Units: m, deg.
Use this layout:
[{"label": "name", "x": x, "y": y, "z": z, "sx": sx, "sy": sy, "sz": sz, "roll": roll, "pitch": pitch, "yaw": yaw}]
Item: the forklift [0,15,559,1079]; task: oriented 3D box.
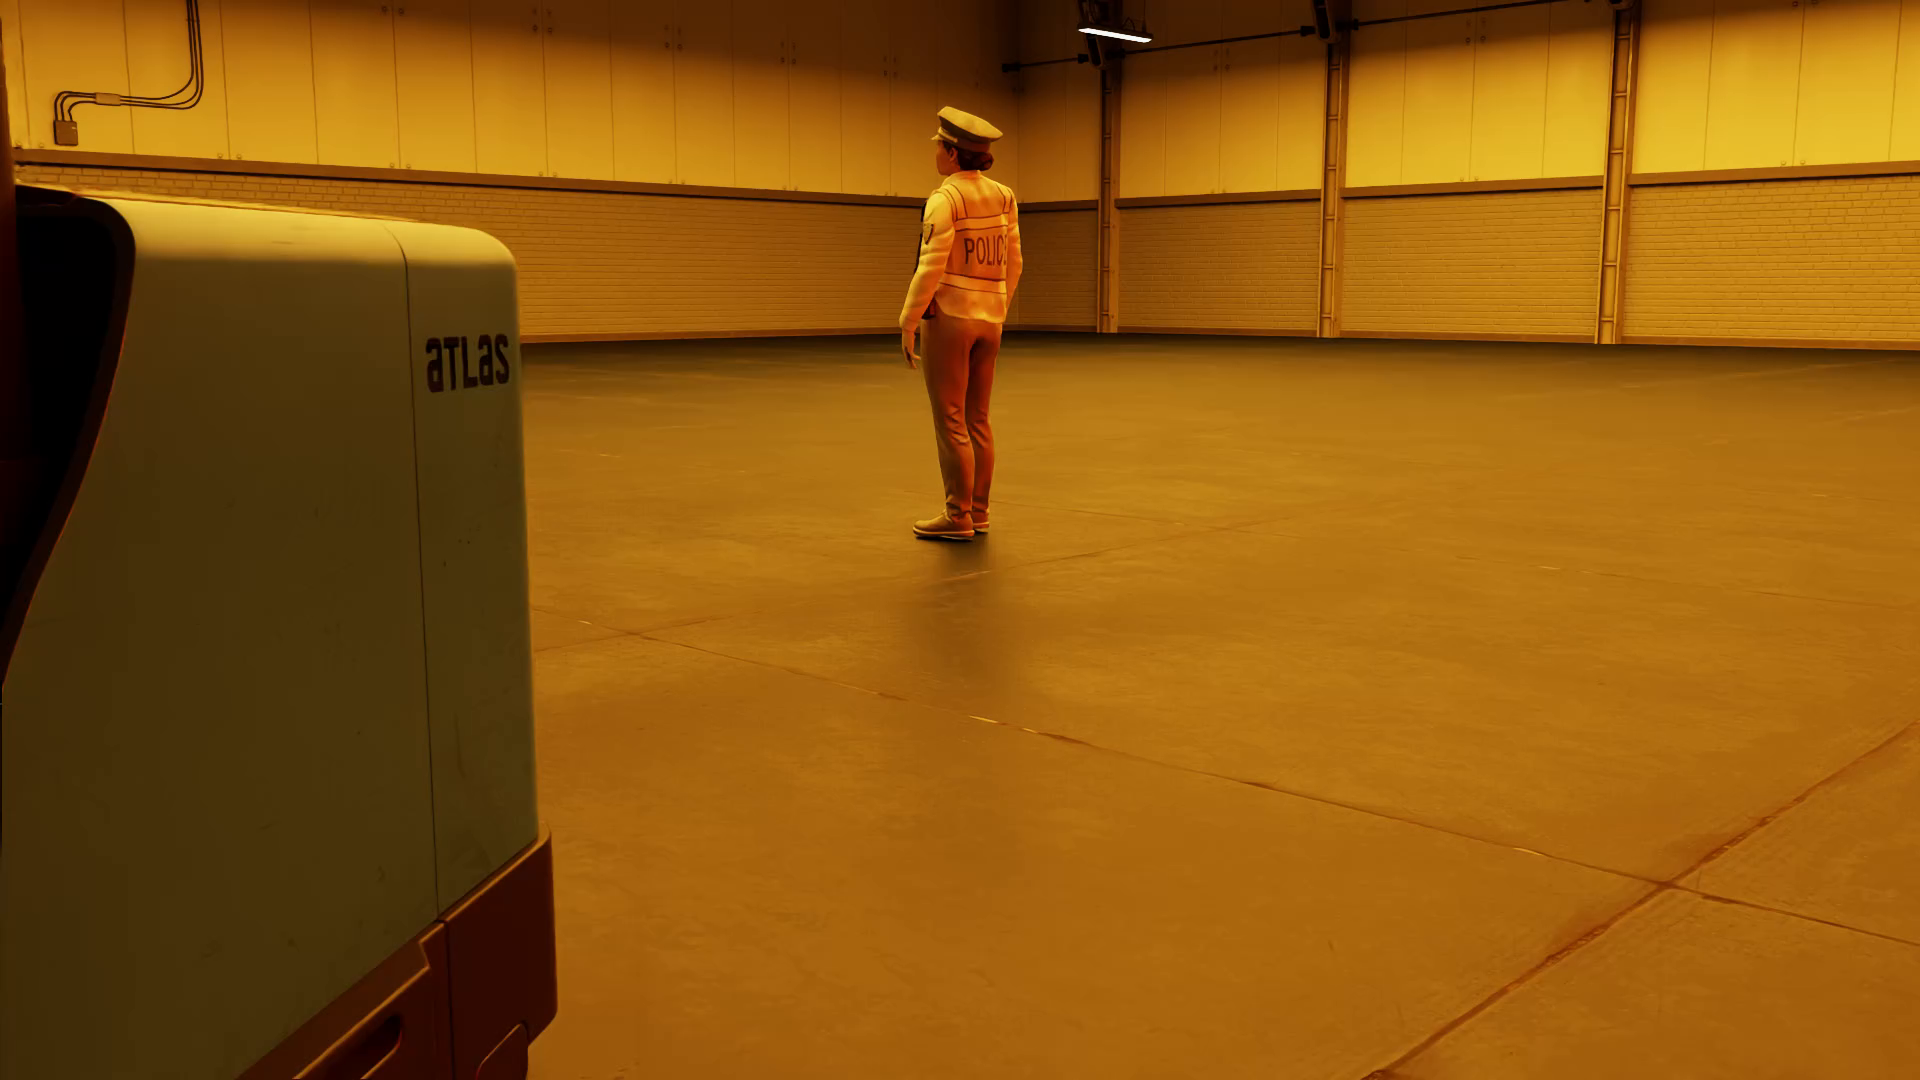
[{"label": "forklift", "x": -1.261, "y": -0.566, "z": 0.631, "sx": 1.130, "sy": 2.935, "sz": 3.031, "roll": 1, "pitch": 9, "yaw": 9}]

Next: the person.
[{"label": "person", "x": -0.044, "y": -0.853, "z": 6.643, "sx": 0.530, "sy": 1.694, "sz": 0.586, "roll": 8, "pitch": 12, "yaw": 43}]
